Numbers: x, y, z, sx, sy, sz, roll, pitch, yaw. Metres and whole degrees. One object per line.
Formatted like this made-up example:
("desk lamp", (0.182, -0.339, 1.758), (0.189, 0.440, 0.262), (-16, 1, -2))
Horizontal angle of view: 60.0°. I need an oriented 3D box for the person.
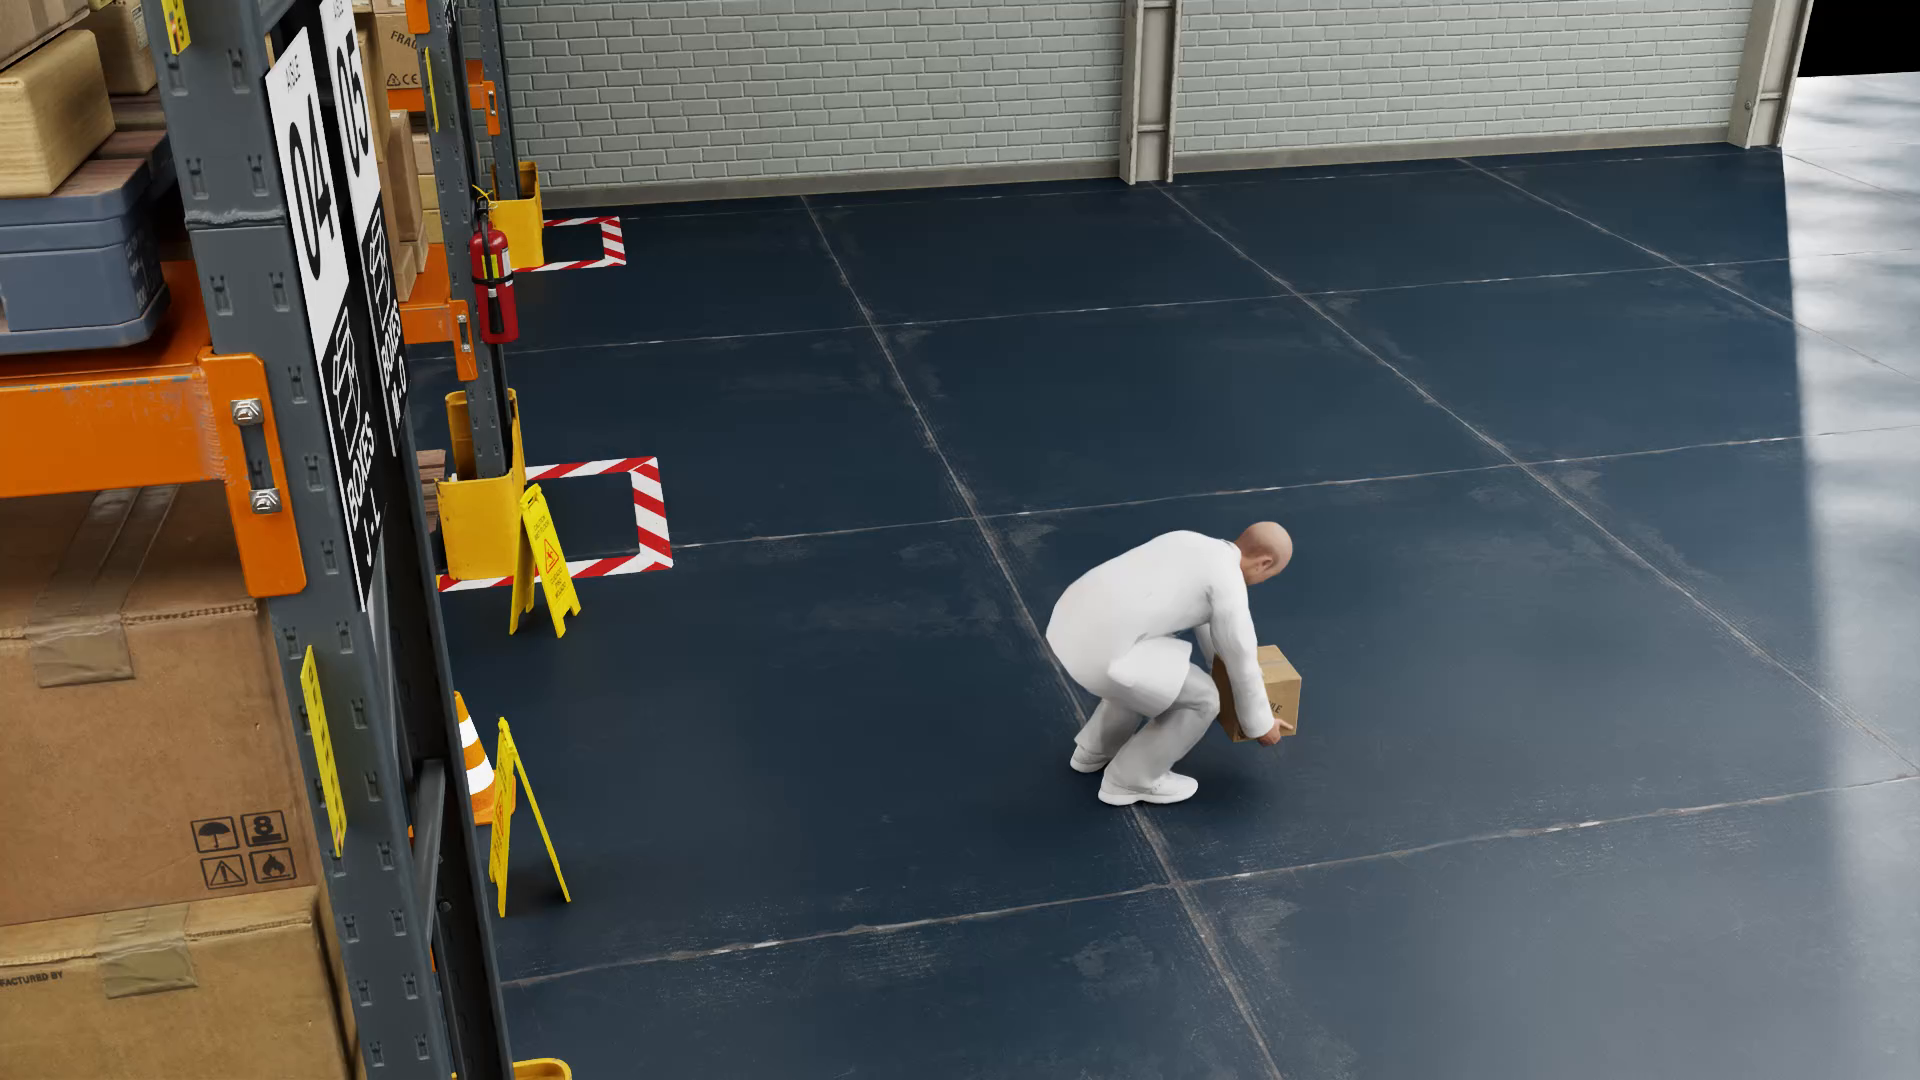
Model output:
("person", (0.764, 0.459, 6.109), (0.922, 0.976, 0.589), (-7, 27, -13))
